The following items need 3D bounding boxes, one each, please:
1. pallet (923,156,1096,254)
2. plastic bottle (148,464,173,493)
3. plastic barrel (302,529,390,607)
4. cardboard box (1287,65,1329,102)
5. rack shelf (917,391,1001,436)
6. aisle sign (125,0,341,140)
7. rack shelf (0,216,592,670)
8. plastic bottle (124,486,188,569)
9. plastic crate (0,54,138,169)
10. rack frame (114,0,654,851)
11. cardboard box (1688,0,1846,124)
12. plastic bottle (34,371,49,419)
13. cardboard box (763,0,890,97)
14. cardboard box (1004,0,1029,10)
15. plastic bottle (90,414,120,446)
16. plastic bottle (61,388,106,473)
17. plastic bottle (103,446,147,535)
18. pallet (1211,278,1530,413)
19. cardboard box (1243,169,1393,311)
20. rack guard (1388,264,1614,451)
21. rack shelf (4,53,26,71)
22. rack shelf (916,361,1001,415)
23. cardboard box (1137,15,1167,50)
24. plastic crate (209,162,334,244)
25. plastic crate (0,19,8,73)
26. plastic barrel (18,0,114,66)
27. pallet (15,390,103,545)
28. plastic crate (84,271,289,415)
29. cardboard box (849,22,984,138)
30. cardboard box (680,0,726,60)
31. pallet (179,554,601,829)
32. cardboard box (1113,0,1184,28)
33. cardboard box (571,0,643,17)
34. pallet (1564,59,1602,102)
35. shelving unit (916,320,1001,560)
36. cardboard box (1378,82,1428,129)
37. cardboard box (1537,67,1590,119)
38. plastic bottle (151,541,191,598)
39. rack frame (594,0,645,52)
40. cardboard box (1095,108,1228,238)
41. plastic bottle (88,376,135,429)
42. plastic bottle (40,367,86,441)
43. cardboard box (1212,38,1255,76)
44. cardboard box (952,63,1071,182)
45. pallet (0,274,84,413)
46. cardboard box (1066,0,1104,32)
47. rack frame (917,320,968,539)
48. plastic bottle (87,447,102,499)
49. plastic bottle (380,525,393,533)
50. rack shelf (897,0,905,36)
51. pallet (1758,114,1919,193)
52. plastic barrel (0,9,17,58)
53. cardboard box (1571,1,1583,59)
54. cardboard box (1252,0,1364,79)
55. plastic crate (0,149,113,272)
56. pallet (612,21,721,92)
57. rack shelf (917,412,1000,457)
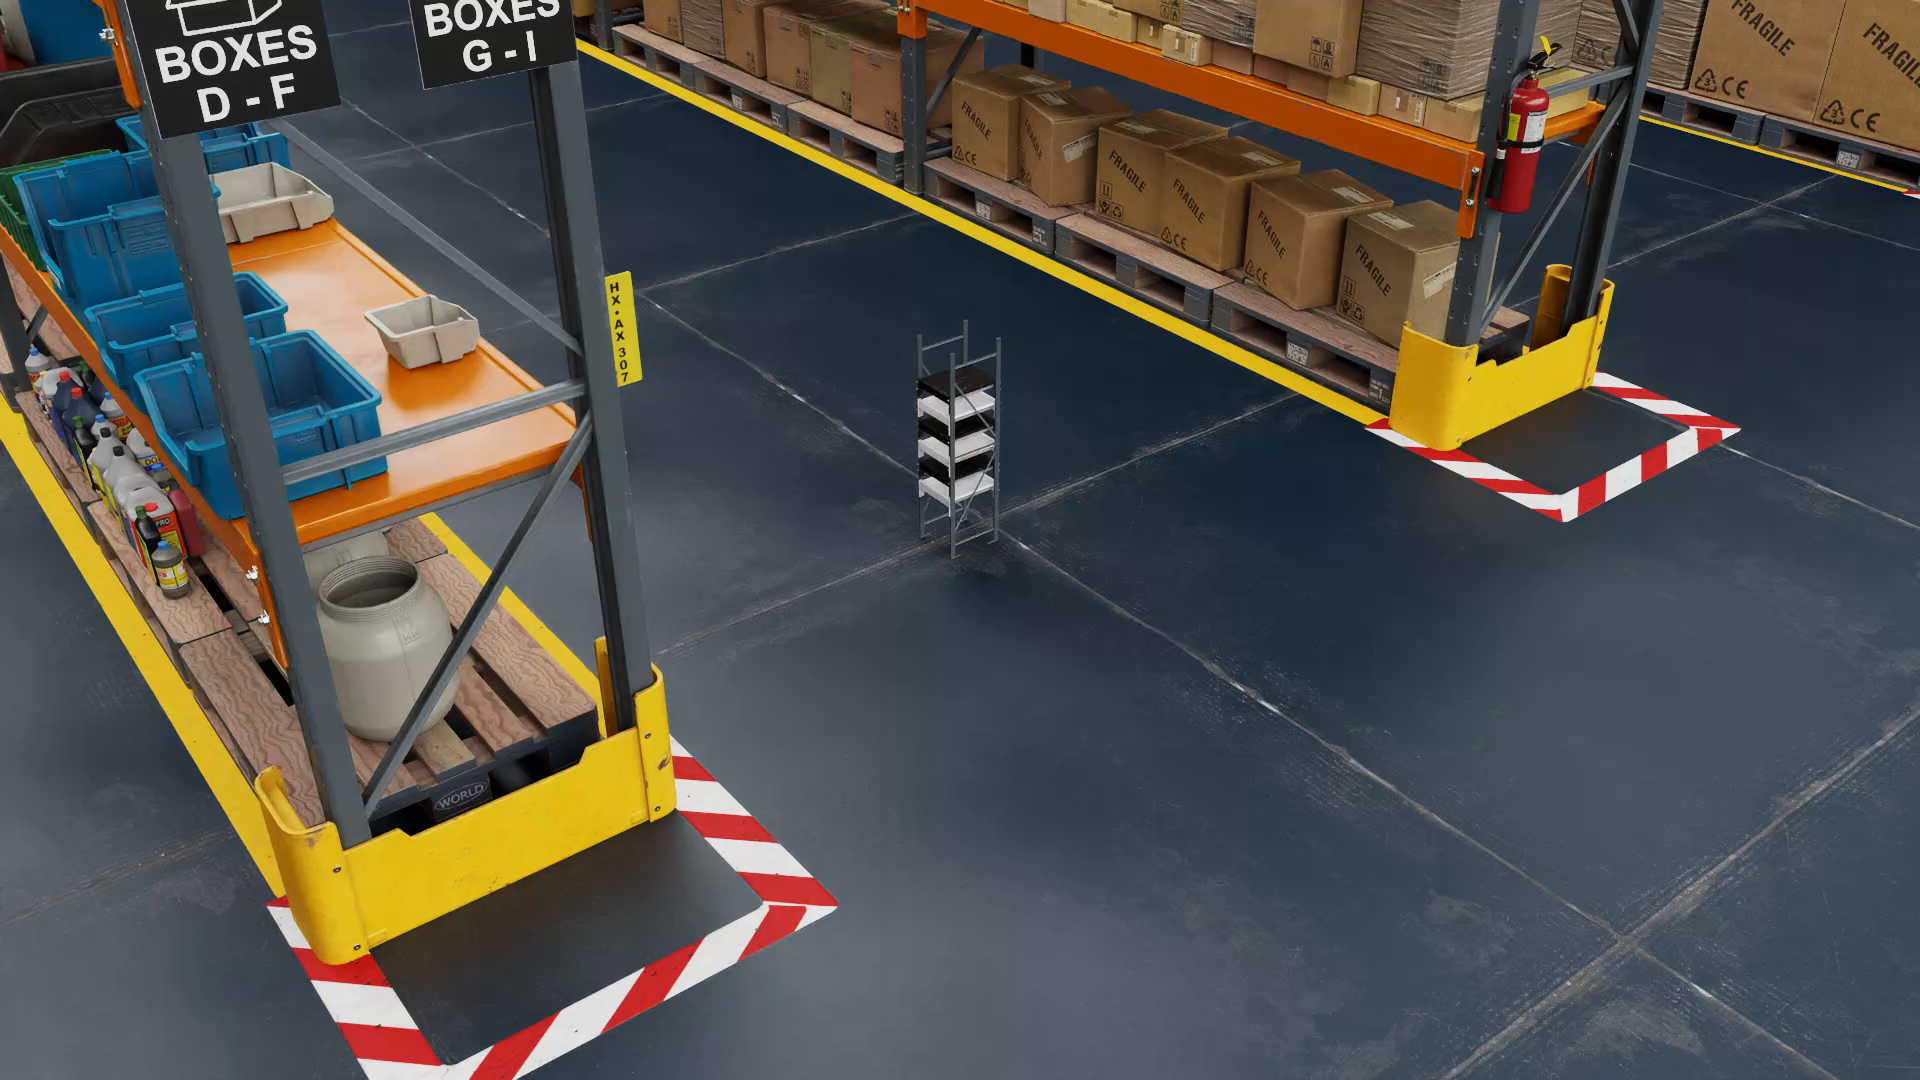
[{"bbox_3d":[0.527,-2.098,9.928,1.003,0.211,1.213,-22,38,-31],"label":"pallet"},{"bbox_3d":[-3.099,-0.200,6.464,0.097,0.201,0.097,0,32,0],"label":"plastic bottle"},{"bbox_3d":[-2.143,0.139,5.644,0.421,0.512,0.421,0,32,0],"label":"plastic barrel"},{"bbox_3d":[1.715,-2.130,7.575,0.380,0.149,0.250,-22,38,-31],"label":"cardboard box"},{"bbox_3d":[-0.005,-0.510,6.441,0.258,0.077,0.200,-22,38,-31],"label":"rack shelf"},{"bbox_3d":[-1.563,-1.260,3.471,0.394,0.787,0.004,-22,38,-31],"label":"aisle sign"},{"bbox_3d":[-2.599,-0.809,5.892,1.077,0.370,4.000,-22,38,-31],"label":"rack shelf"},{"bbox_3d":[-2.978,-0.049,6.150,0.152,0.276,0.135,-22,38,-31],"label":"plastic bottle"},{"bbox_3d":[-3.604,-1.663,6.643,0.767,0.338,0.504,-22,38,-31],"label":"plastic crate"},{"bbox_3d":[-1.372,-0.281,4.360,1.000,3.000,0.127,-22,38,-31],"label":"rack frame"},{"bbox_3d":[5.511,-3.350,10.916,0.875,0.875,0.875,-23,39,-32],"label":"cardboard box"},{"bbox_3d":[-3.914,-0.630,7.156,0.097,0.201,0.097,0,32,0],"label":"plastic bottle"},{"bbox_3d":[-0.893,-3.377,11.296,0.700,0.500,0.500,-26,40,-35],"label":"cardboard box"},{"bbox_3d":[0.461,-2.953,8.899,0.380,0.149,0.250,-22,38,-31],"label":"cardboard box"},{"bbox_3d":[-3.422,-0.378,6.684,0.097,0.271,0.097,0,32,0],"label":"plastic bottle"},{"bbox_3d":[-3.542,-0.461,6.743,0.144,0.351,0.185,-24,39,-33],"label":"plastic bottle"},{"bbox_3d":[-3.167,-0.206,6.332,0.144,0.351,0.185,-21,37,-29],"label":"plastic bottle"},{"bbox_3d":[2.023,-1.081,8.290,1.003,0.211,1.213,-22,38,-31],"label":"pallet"},{"bbox_3d":[1.777,-1.504,8.300,0.500,0.500,0.500,-12,34,-19],"label":"cardboard box"},{"bbox_3d":[2.494,-0.854,7.651,1.175,0.500,0.348,-22,38,-31],"label":"rack guard"},{"bbox_3d":[-5.051,-2.476,8.576,1.077,0.370,4.000,-22,38,-31],"label":"rack shelf"},{"bbox_3d":[-0.005,-0.587,6.393,0.258,0.077,0.200,-22,38,-31],"label":"rack shelf"},{"bbox_3d":[1.101,-2.547,8.246,0.380,0.149,0.250,-22,38,-31],"label":"cardboard box"},{"bbox_3d":[-2.629,-1.242,6.156,0.530,0.136,0.437,-22,38,-31],"label":"plastic crate"},{"bbox_3d":[-4.364,-2.078,7.193,0.402,0.464,0.583,-22,38,-31],"label":"plastic crate"},{"bbox_3d":[-3.823,-2.420,7.329,0.600,0.901,0.708,-22,38,-31],"label":"plastic barrel"},{"bbox_3d":[-3.446,-0.471,7.308,1.003,0.211,1.213,-22,38,-31],"label":"pallet"},{"bbox_3d":[-2.309,-0.603,5.018,0.499,0.251,0.408,-22,38,-31],"label":"plastic crate"},{"bbox_3d":[-0.272,-2.939,10.591,0.700,0.500,0.500,-26,40,-35],"label":"cardboard box"},{"bbox_3d":[-1.589,-3.843,12.047,0.700,0.500,0.500,-26,40,-35],"label":"cardboard box"},{"bbox_3d":[-1.950,0.546,5.670,1.003,0.211,1.213,-22,38,-31],"label":"pallet"},{"bbox_3d":[1.253,-2.895,8.191,0.875,0.500,0.500,-22,38,-31],"label":"cardboard box"},{"bbox_3d":[-2.772,-4.788,13.232,1.225,0.875,0.875,-24,39,-33],"label":"cardboard box"},{"bbox_3d":[4.472,-3.587,12.325,1.003,0.211,1.213,-22,38,-31],"label":"pallet"},{"bbox_3d":[-0.005,-0.386,6.518,0.258,0.900,0.210,-22,38,-31],"label":"shelving unit"},{"bbox_3d":[2.050,-1.934,7.258,0.380,0.149,0.250,-22,38,-31],"label":"cardboard box"},{"bbox_3d":[2.554,-1.973,7.322,0.380,0.149,0.250,-22,38,-31],"label":"cardboard box"},{"bbox_3d":[-2.845,0.097,5.986,0.097,0.201,0.097,0,32,0],"label":"plastic bottle"},{"bbox_3d":[-2.365,-5.218,12.308,1.000,3.000,0.127,-22,38,-31],"label":"rack frame"},{"bbox_3d":[1.101,-2.018,9.128,0.500,0.500,0.500,-26,40,-35],"label":"cardboard box"},{"bbox_3d":[-3.544,-0.586,6.944,0.144,0.351,0.185,-22,38,-31],"label":"plastic bottle"},{"bbox_3d":[-3.756,-0.578,7.002,0.152,0.276,0.135,-21,37,-30],"label":"plastic bottle"},{"bbox_3d":[1.423,-2.345,7.920,0.380,0.149,0.250,-22,38,-31],"label":"cardboard box"},{"bbox_3d":[0.301,-2.488,9.884,0.500,0.500,0.500,-24,39,-33],"label":"cardboard box"},{"bbox_3d":[-4.337,-1.079,8.287,1.003,0.211,1.213,-22,38,-31],"label":"pallet"},{"bbox_3d":[0.768,-2.744,8.564,0.380,0.149,0.250,-22,38,-31],"label":"cardboard box"},{"bbox_3d":[-0.067,-0.428,6.586,0.240,0.900,0.006,-22,38,-31],"label":"rack frame"},{"bbox_3d":[-3.387,-0.272,6.580,0.097,0.201,0.097,0,32,0],"label":"plastic bottle"},{"bbox_3d":[-2.238,-0.166,6.343,0.097,0.271,0.097,0,32,0],"label":"plastic bottle"},{"bbox_3d":[-1.139,-4.079,11.156,1.077,0.370,4.000,-22,38,-31],"label":"rack shelf"},{"bbox_3d":[5.968,-2.570,10.688,1.003,0.211,1.213,-22,38,-31],"label":"pallet"},{"bbox_3d":[-4.515,-2.491,8.049,0.301,0.262,0.301,0,32,0],"label":"plastic barrel"},{"bbox_3d":[4.398,-4.105,12.131,0.875,0.875,0.875,-22,38,-31],"label":"cardboard box"},{"bbox_3d":[1.823,-2.460,7.492,0.875,0.500,0.500,-22,38,-31],"label":"cardboard box"},{"bbox_3d":[-3.216,-1.201,6.042,0.450,0.188,0.662,-22,38,-31],"label":"plastic crate"},{"bbox_3d":[-1.887,-3.707,12.519,1.003,0.211,1.213,-22,38,-31],"label":"pallet"},{"bbox_3d":[-0.005,-0.434,6.488,0.258,0.077,0.200,-22,38,-31],"label":"rack shelf"}]
